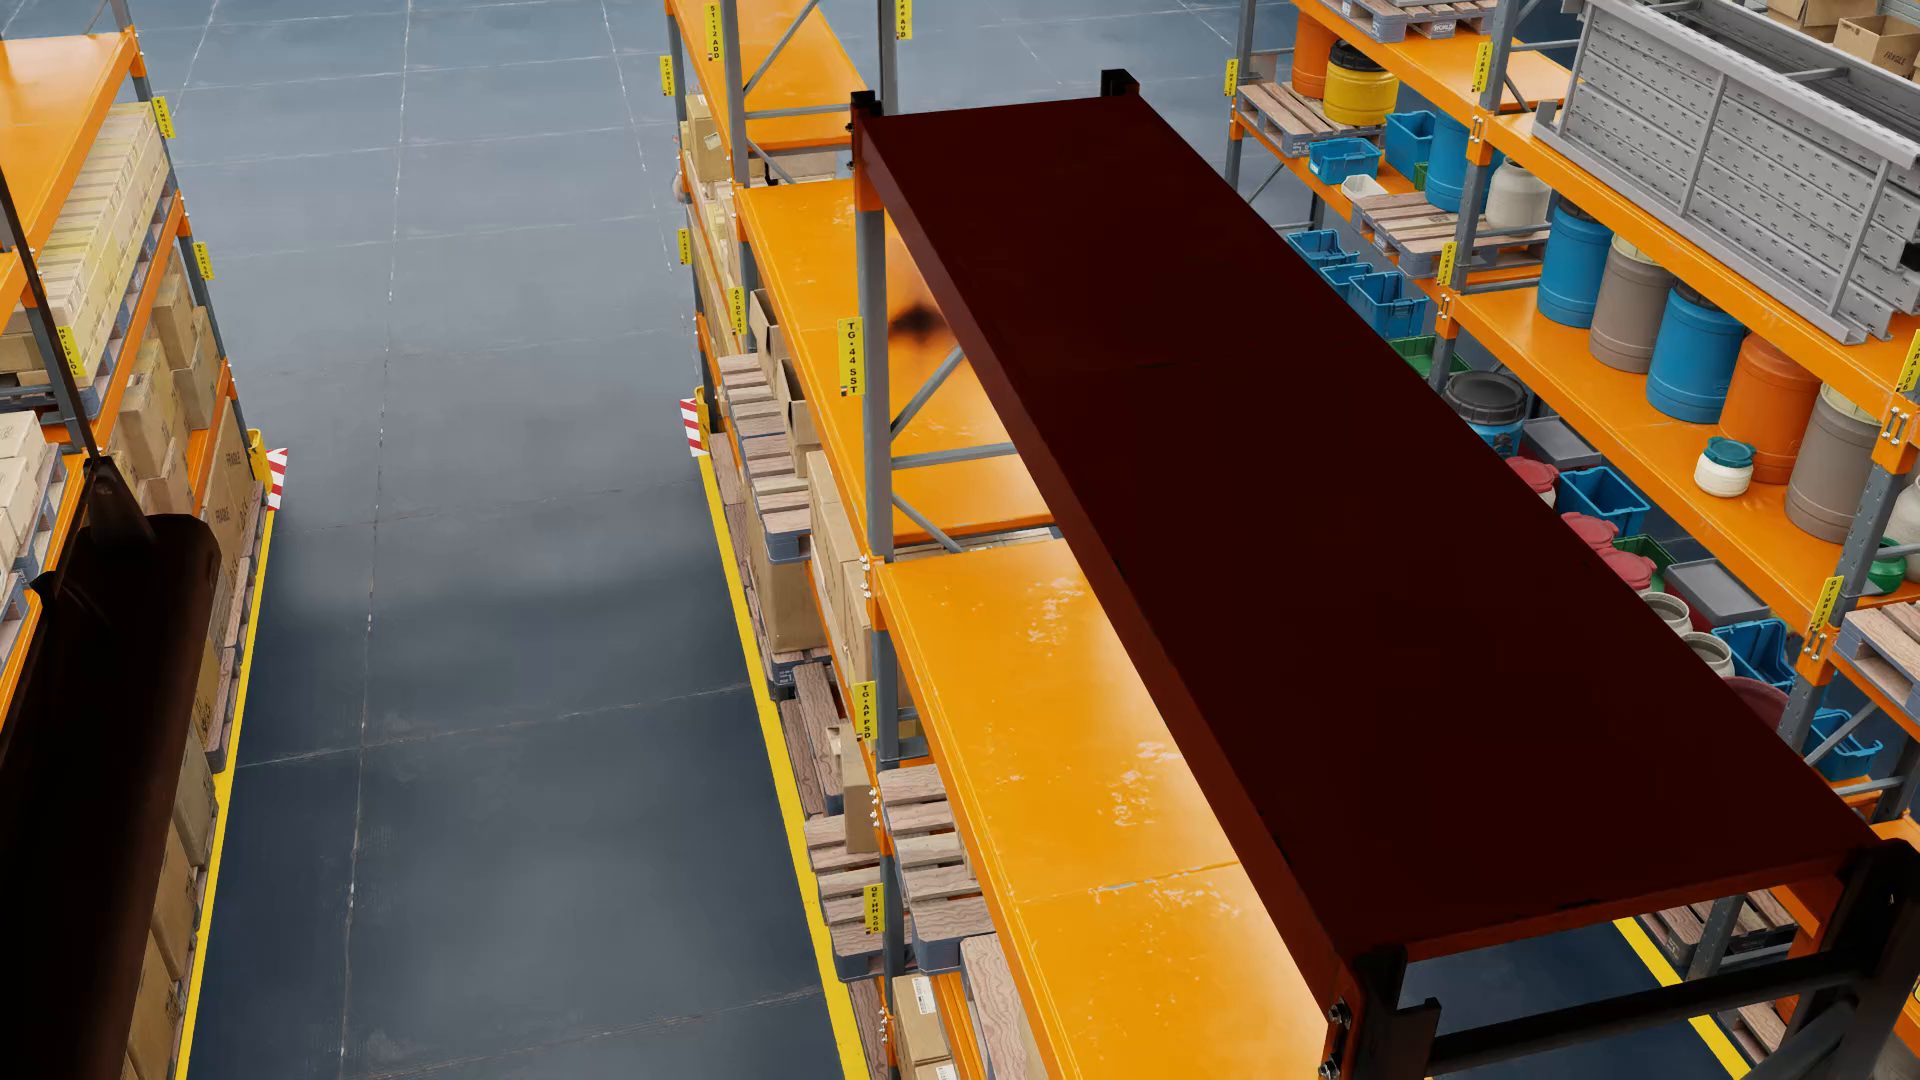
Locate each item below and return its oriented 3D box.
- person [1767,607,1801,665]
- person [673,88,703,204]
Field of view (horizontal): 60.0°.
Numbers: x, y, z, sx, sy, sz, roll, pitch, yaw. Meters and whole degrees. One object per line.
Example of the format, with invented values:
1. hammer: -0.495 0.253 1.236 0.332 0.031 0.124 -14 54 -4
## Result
1. person: 5.817 0.575 11.803 0.624 1.638 0.479 -6 35 -9
2. person: -3.015 -4.294 18.862 0.553 1.696 0.716 9 35 13
